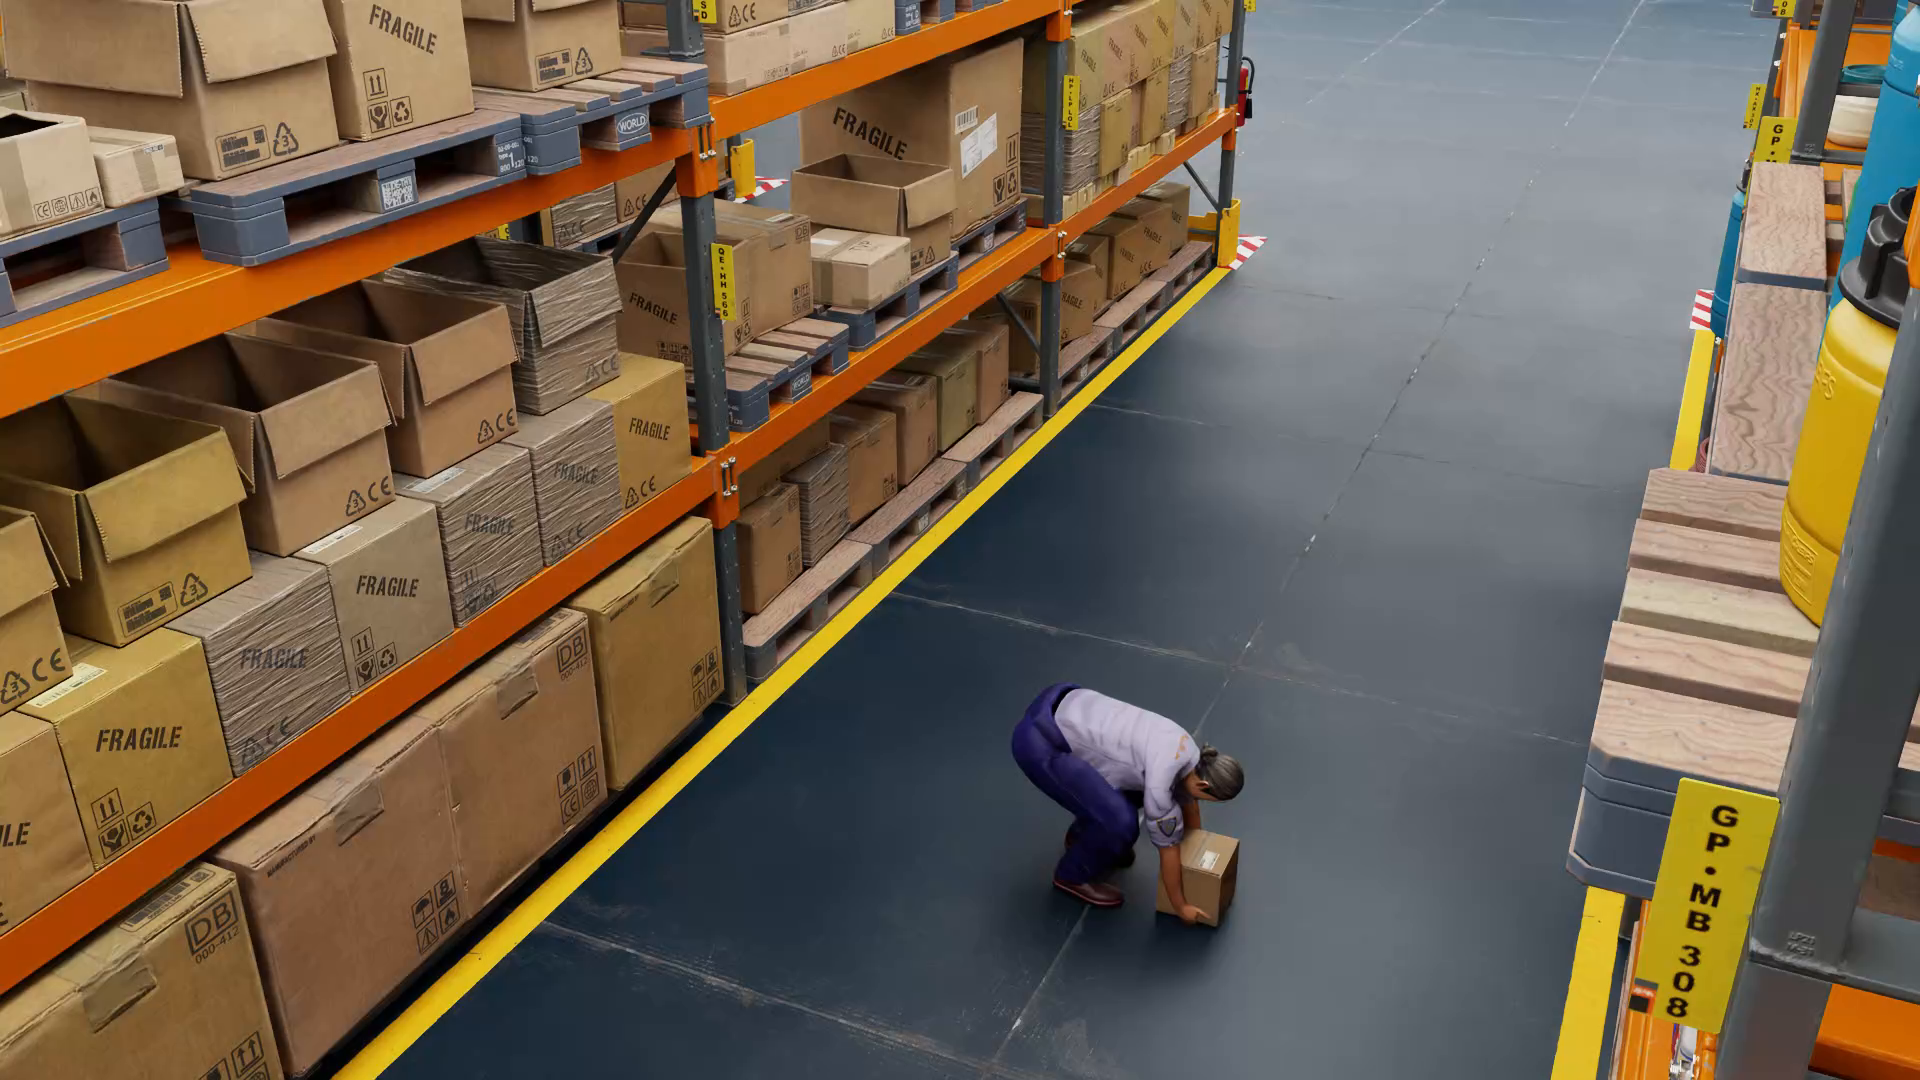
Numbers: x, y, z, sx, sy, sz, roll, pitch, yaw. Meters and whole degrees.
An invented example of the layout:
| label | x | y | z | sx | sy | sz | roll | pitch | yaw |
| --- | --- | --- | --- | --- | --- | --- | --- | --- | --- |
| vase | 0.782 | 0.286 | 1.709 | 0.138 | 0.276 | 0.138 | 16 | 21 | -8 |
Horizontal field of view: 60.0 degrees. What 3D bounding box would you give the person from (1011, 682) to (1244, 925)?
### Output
| label | x | y | z | sx | sy | sz | roll | pitch | yaw |
| --- | --- | --- | --- | --- | --- | --- | --- | --- | --- |
| person | 0.657 | 1.008 | 6.523 | 0.900 | 0.830 | 0.514 | 10 | 28 | 20 |
